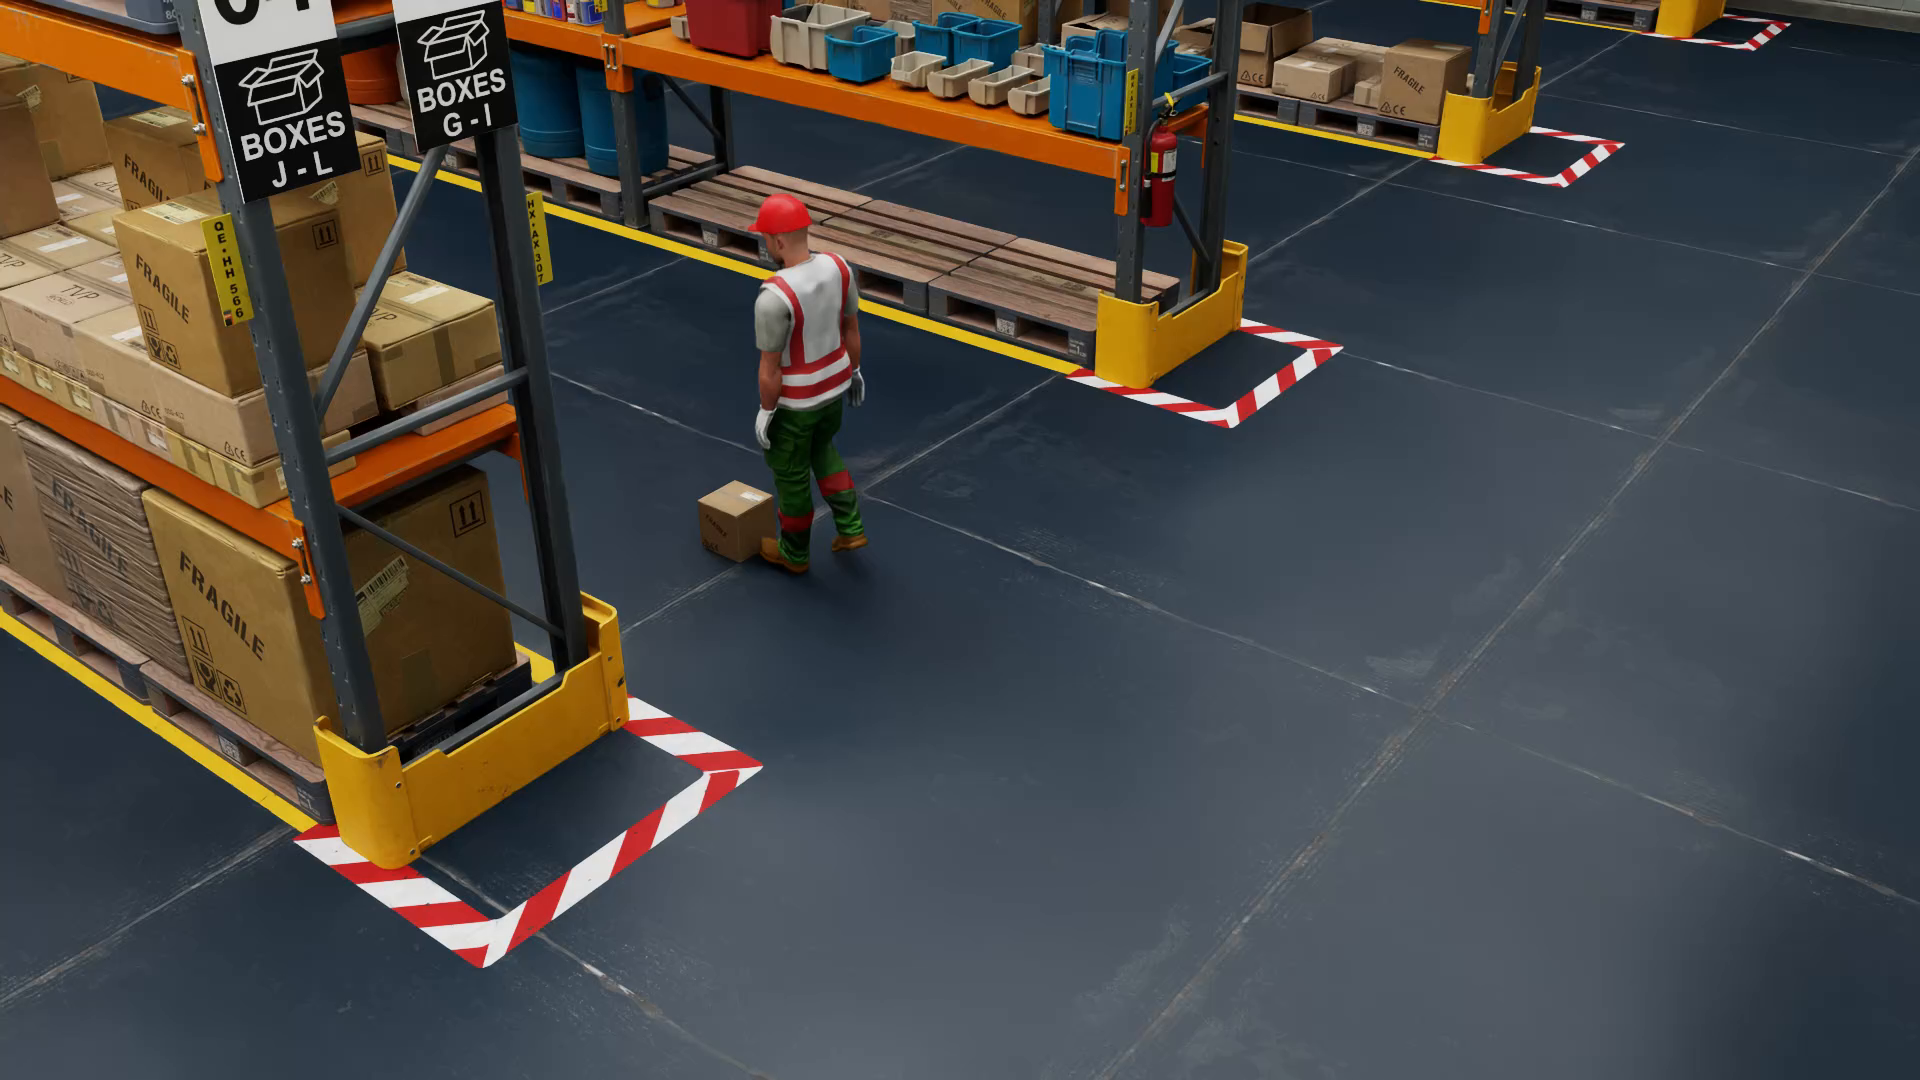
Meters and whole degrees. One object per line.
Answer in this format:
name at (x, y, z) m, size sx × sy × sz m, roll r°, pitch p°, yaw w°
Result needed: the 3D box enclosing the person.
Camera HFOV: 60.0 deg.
person at (-0.719, -0.648, 7.163) m, size 0.500 × 1.785 × 0.581 m, roll 24°, pitch 38°, yaw 35°
